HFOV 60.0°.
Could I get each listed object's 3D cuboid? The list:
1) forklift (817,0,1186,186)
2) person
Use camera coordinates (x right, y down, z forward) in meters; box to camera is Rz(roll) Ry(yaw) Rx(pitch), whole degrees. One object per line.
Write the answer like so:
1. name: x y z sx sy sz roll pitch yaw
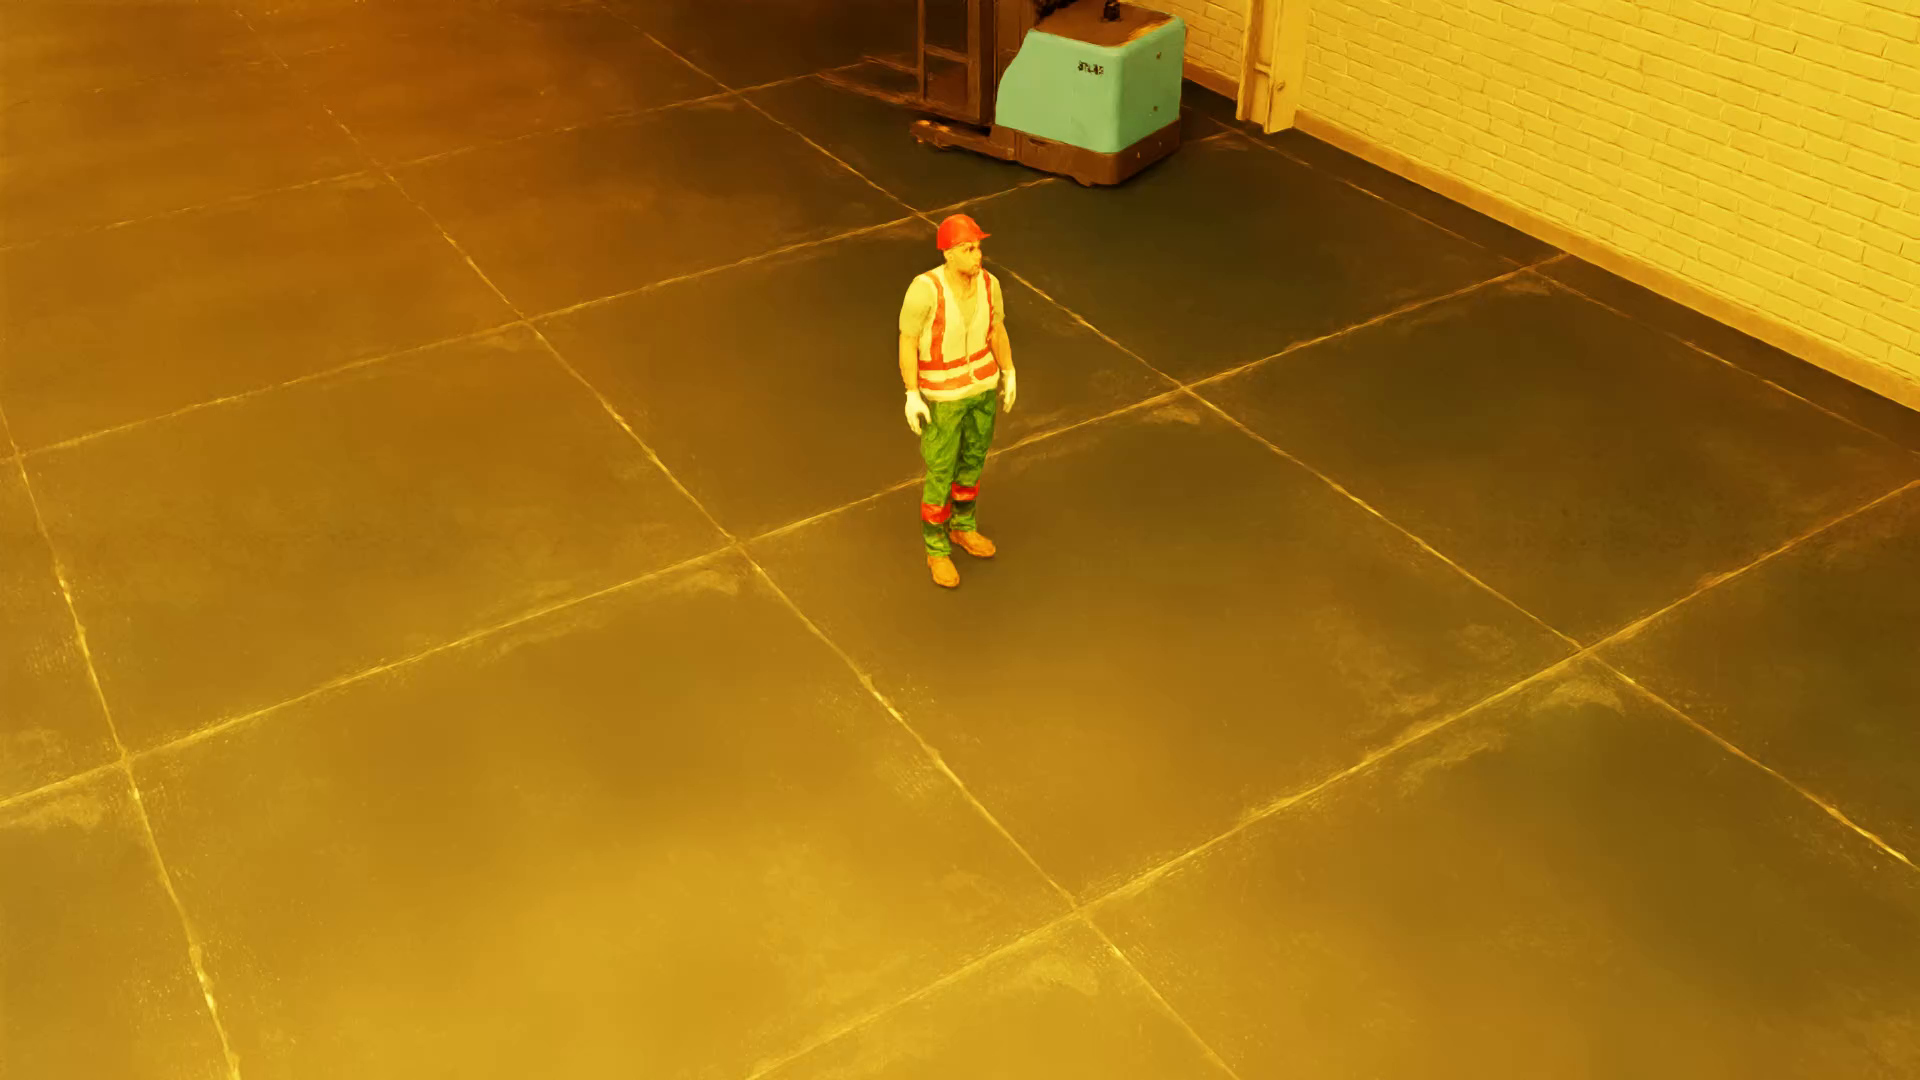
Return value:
1. forklift: 0.219 -4.507 12.563 3.031 2.935 1.130 23 41 29
2. person: 0.036 -0.695 8.117 0.637 1.787 0.559 -21 40 -27
